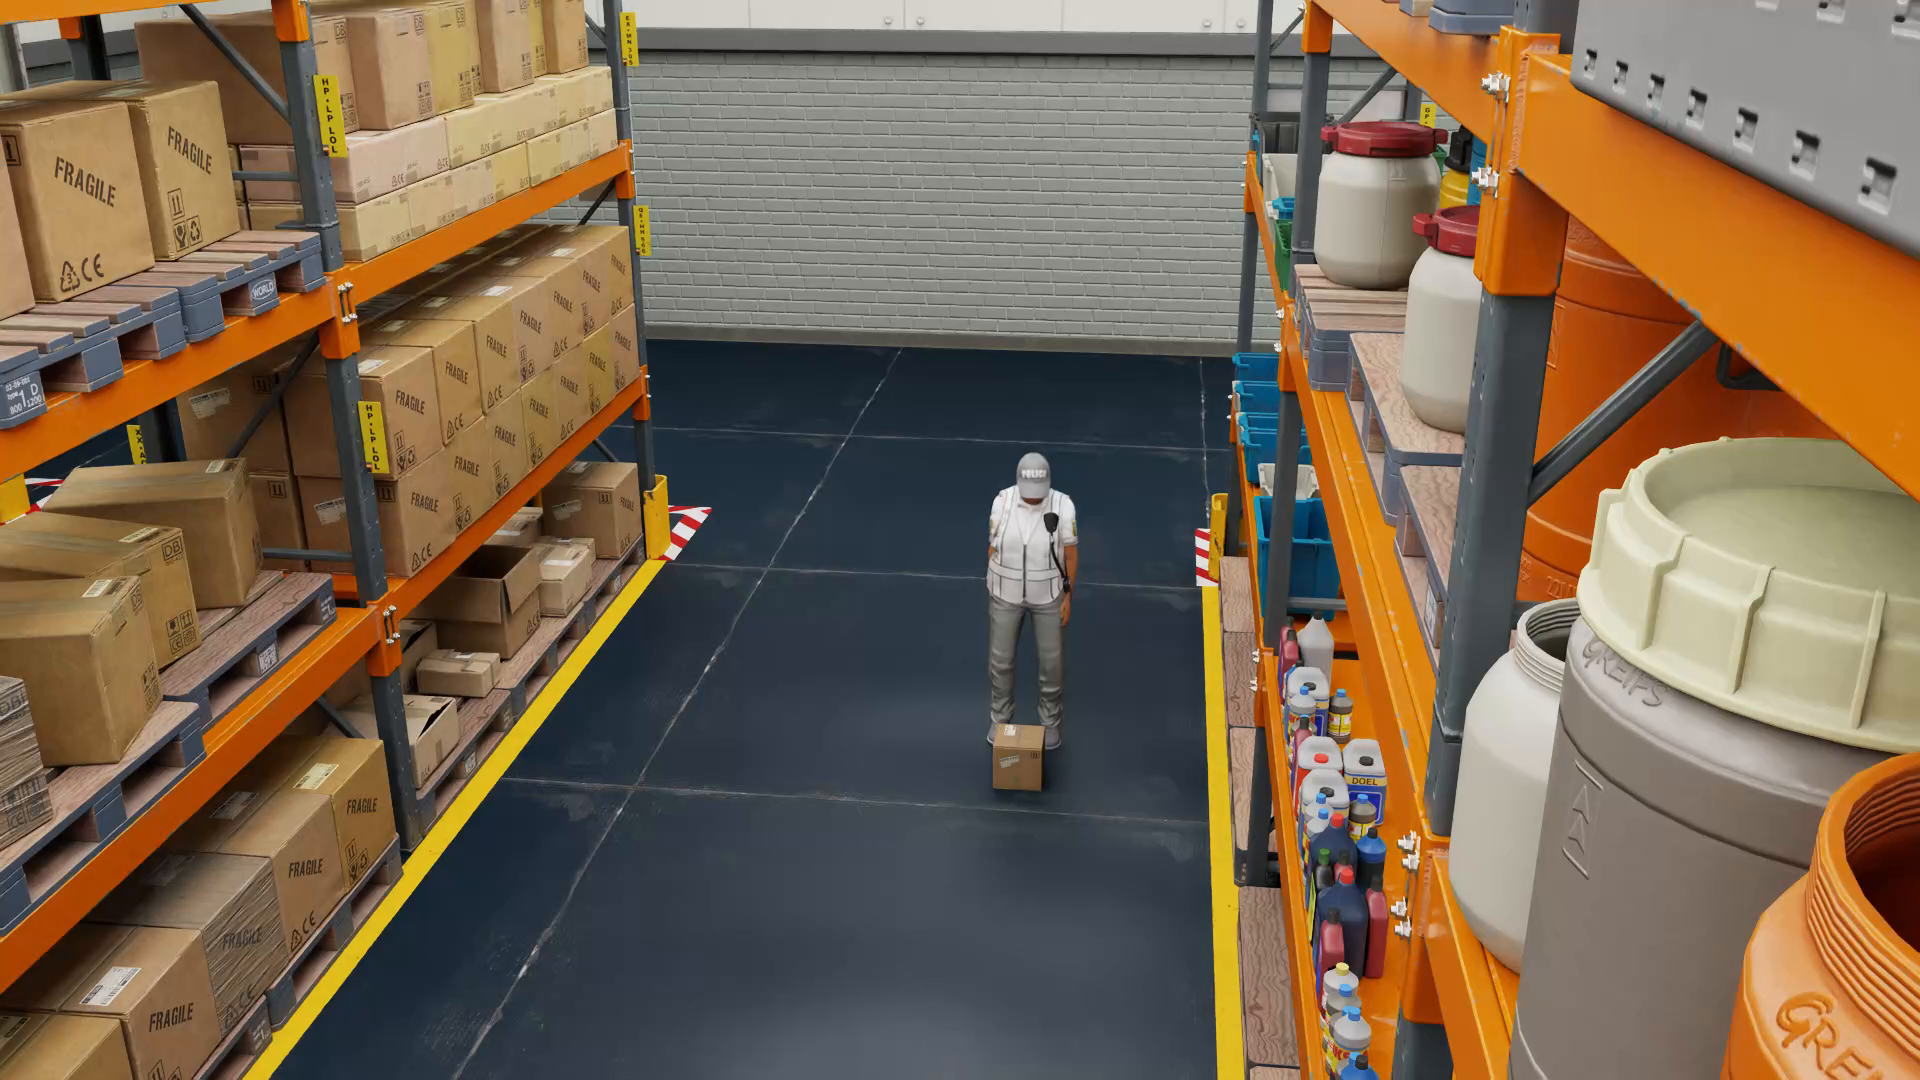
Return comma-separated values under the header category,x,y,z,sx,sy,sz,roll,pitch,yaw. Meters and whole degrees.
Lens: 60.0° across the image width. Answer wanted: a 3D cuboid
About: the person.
category,x,y,z,sx,sy,sz,roll,pitch,yaw
person,0.381,0.313,8.815,0.478,1.650,0.409,3,21,7
